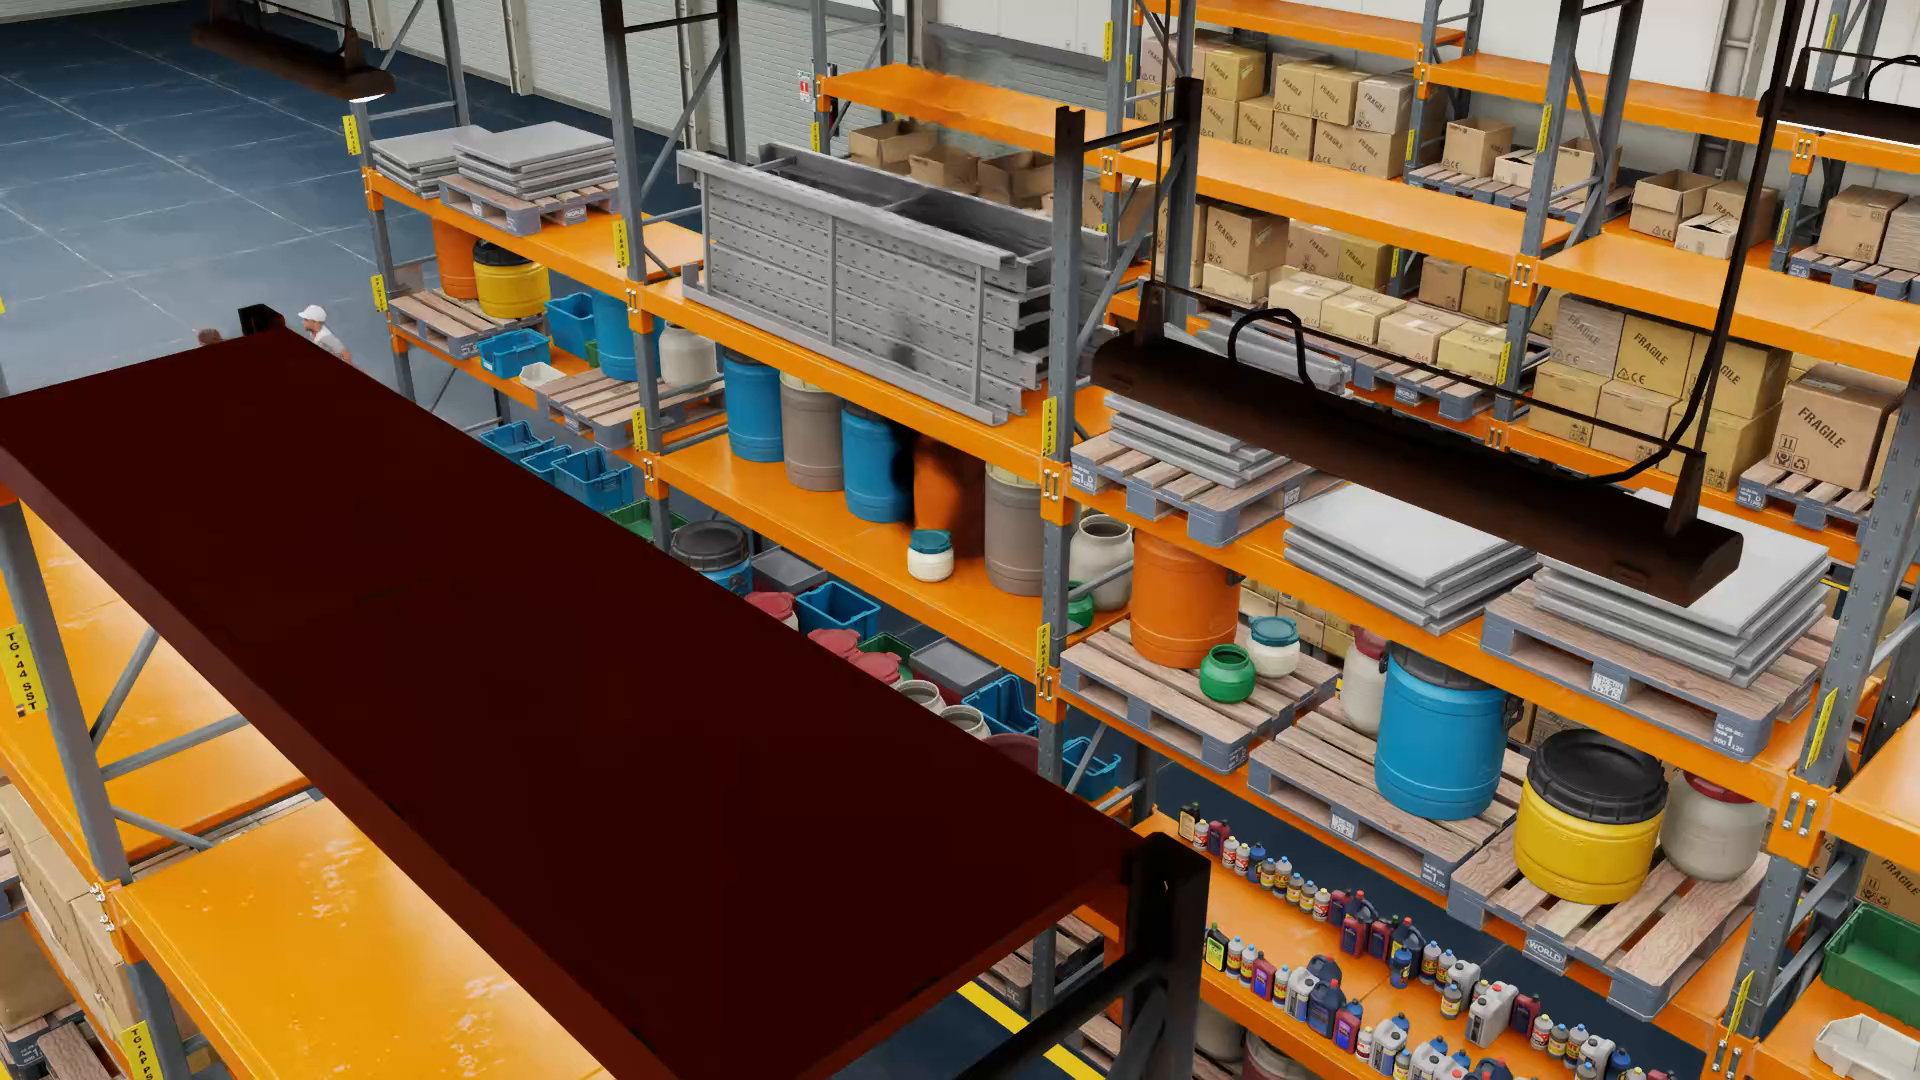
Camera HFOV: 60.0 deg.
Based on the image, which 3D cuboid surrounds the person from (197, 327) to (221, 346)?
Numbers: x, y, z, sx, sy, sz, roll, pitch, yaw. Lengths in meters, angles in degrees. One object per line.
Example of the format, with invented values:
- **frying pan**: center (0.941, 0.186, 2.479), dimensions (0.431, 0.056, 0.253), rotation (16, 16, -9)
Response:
- **person**: center (-7.972, -1.575, 18.172), dimensions (0.610, 1.573, 0.554), rotation (-6, 29, -11)

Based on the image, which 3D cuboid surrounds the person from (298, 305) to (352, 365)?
- **person**: center (-6.887, -1.689, 18.151), dimensions (0.805, 1.837, 0.591), rotation (-10, 30, -18)
